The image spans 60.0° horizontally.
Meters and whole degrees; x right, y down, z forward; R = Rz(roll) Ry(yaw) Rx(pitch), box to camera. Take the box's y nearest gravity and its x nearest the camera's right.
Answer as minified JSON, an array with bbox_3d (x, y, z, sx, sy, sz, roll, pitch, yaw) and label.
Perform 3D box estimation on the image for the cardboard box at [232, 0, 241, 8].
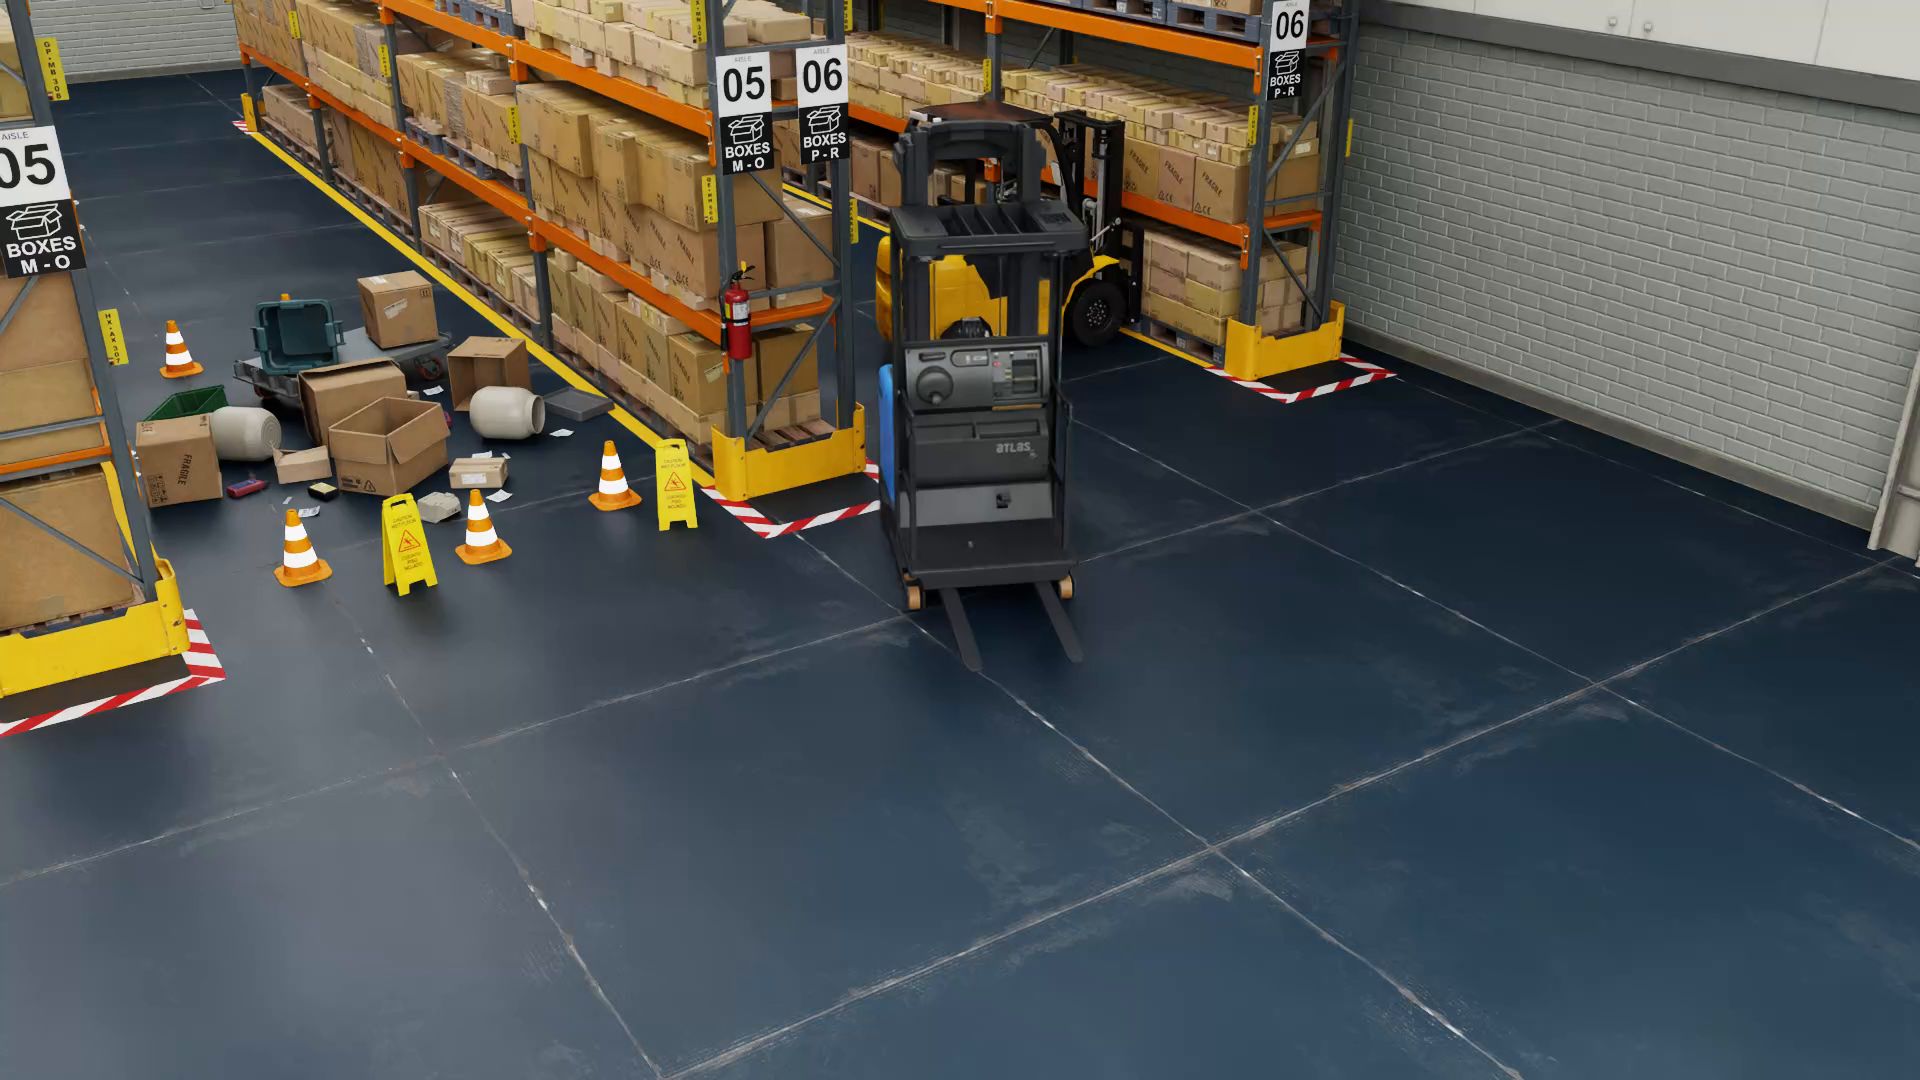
[{"bbox_3d":[-9.954,-7.782,23.394,0.500,0.500,0.500,-16,30,-31],"label":"cardboard box"}]

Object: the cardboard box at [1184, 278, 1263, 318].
[{"bbox_3d":[2.386,-2.231,15.069,0.500,0.250,0.500,-16,30,-30],"label":"cardboard box"}]

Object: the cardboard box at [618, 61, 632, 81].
[{"bbox_3d":[-2.348,-3.569,12.540,0.380,0.149,0.250,-16,30,-31],"label":"cardboard box"}]

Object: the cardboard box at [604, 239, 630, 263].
[{"bbox_3d":[-2.672,-2.386,13.547,0.380,0.149,0.250,-16,29,-30],"label":"cardboard box"}]

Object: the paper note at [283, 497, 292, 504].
[{"bbox_3d":[-4.983,-0.294,12.323,0.032,0.001,0.123,-1,25,-3],"label":"paper note"}]

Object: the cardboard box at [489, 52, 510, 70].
[{"bbox_3d":[-4.481,-4.804,16.659,0.380,0.149,0.250,-17,30,-32],"label":"cardboard box"}]

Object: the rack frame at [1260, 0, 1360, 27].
[{"bbox_3d":[2.913,-5.670,13.183,1.000,3.000,0.127,-16,29,-30],"label":"rack frame"}]

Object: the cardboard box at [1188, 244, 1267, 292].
[{"bbox_3d":[2.401,-2.448,14.943,0.500,0.250,0.500,-14,29,-28],"label":"cardboard box"}]

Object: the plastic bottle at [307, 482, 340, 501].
[{"bbox_3d":[-4.777,-0.371,12.426,0.283,0.061,0.133,18,31,33],"label":"plastic bottle"}]

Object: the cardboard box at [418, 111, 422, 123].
[{"bbox_3d":[-5.463,-4.469,17.467,0.380,0.149,0.250,-18,30,-33],"label":"cardboard box"}]

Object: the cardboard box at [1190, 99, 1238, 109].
[{"bbox_3d":[2.351,-3.974,15.391,0.380,0.149,0.250,-15,29,-28],"label":"cardboard box"}]

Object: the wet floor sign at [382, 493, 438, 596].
[{"bbox_3d":[-3.661,0.004,10.949,0.267,0.644,0.232,-22,33,-38],"label":"wet floor sign"}]

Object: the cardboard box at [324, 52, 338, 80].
[{"bbox_3d":[-7.229,-5.660,19.779,0.500,0.250,0.500,-15,29,-29],"label":"cardboard box"}]

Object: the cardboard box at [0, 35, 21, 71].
[{"bbox_3d":[-5.251,-2.642,9.032,0.380,0.149,0.250,-15,29,-29],"label":"cardboard box"}]

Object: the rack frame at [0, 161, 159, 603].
[{"bbox_3d":[-5.336,-0.610,9.490,1.000,3.000,0.127,-16,29,-30],"label":"rack frame"}]

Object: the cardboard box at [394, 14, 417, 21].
[{"bbox_3d":[-6.223,-5.755,19.102,0.500,0.500,0.500,-15,29,-28],"label":"cardboard box"}]

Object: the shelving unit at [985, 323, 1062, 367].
[{"bbox_3d":[0.455,-0.970,12.350,0.503,1.200,0.258,12,26,24],"label":"shelving unit"}]

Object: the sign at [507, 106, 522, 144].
[{"bbox_3d":[-3.890,-3.623,14.517,0.100,0.325,0.005,-16,29,-30],"label":"sign"}]

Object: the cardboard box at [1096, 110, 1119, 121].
[{"bbox_3d":[1.511,-3.994,15.782,0.380,0.149,0.250,-16,30,-31],"label":"cardboard box"}]

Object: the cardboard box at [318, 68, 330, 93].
[{"bbox_3d":[-7.491,-5.620,20.280,0.500,0.250,0.500,-16,30,-31],"label":"cardboard box"}]

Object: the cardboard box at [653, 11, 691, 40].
[{"bbox_3d":[-1.939,-3.643,11.763,0.380,0.149,0.250,-16,30,-30],"label":"cardboard box"}]

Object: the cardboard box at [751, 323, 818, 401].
[{"bbox_3d":[-1.465,-1.446,13.113,0.500,0.500,0.500,-17,30,-31],"label":"cardboard box"}]

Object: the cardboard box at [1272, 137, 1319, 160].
[{"bbox_3d":[2.946,-3.478,14.689,0.380,0.149,0.250,-16,30,-31],"label":"cardboard box"}]

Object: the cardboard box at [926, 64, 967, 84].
[{"bbox_3d":[-0.143,-5.048,18.016,0.380,0.149,0.250,-17,30,-31],"label":"cardboard box"}]

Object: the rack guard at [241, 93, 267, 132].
[{"bbox_3d":[-9.991,-6.401,24.685,1.175,0.500,0.348,-16,29,-30],"label":"rack guard"}]

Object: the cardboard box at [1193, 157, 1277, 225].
[{"bbox_3d":[2.425,-3.118,14.686,0.500,0.500,0.500,-16,30,-31],"label":"cardboard box"}]

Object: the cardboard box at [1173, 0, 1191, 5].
[{"bbox_3d":[2.068,-4.805,14.411,0.396,0.266,0.258,-15,29,-29],"label":"cardboard box"}]

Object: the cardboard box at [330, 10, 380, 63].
[{"bbox_3d":[-6.935,-5.826,19.251,0.500,0.500,0.500,-16,30,-30],"label":"cardboard box"}]

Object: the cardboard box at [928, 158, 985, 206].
[{"bbox_3d":[0.018,-3.968,18.893,0.875,0.625,0.625,-16,30,-30],"label":"cardboard box"}]

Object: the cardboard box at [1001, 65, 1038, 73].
[{"bbox_3d":[0.615,-5.011,17.936,0.380,0.149,0.250,-17,30,-31],"label":"cardboard box"}]

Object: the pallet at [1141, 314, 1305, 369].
[{"bbox_3d":[2.461,-1.960,15.618,1.003,0.211,1.213,-16,29,-30],"label":"pallet"}]

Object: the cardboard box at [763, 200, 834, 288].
[{"bbox_3d":[-1.270,-2.213,12.422,0.500,0.500,0.500,-16,30,-30],"label":"cardboard box"}]

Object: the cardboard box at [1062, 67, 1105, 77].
[{"bbox_3d":[1.260,-4.718,16.968,0.380,0.149,0.250,-16,30,-31],"label":"cardboard box"}]

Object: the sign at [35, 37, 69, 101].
[{"bbox_3d":[-4.867,-2.524,8.916,0.100,0.325,0.005,-16,29,-30],"label":"sign"}]

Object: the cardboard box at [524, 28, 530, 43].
[{"bbox_3d":[-3.463,-4.303,14.094,0.380,0.149,0.250,-16,30,-30],"label":"cardboard box"}]

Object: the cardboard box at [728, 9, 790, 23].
[{"bbox_3d":[-1.417,-3.664,11.807,0.380,0.149,0.250,-16,29,-30],"label":"cardboard box"}]

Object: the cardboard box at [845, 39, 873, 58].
[{"bbox_3d":[-1.218,-5.794,19.595,0.380,0.149,0.250,-15,29,-28],"label":"cardboard box"}]

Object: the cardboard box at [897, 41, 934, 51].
[{"bbox_3d":[-0.510,-5.731,19.461,0.380,0.149,0.250,-16,29,-30],"label":"cardboard box"}]

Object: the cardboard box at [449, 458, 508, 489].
[{"bbox_3d":[-3.651,-0.508,12.615,0.380,0.149,0.250,-1,25,-3],"label":"cardboard box"}]

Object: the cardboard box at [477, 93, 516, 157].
[{"bbox_3d":[-4.143,-3.889,15.479,0.500,0.500,0.500,-15,29,-29],"label":"cardboard box"}]

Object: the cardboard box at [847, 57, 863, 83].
[{"bbox_3d":[-1.144,-5.582,19.614,0.500,0.250,0.500,-15,29,-28],"label":"cardboard box"}]

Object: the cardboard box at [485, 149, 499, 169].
[{"bbox_3d":[-4.239,-3.609,15.645,0.380,0.149,0.250,-16,30,-30],"label":"cardboard box"}]

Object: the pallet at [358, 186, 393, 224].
[{"bbox_3d":[-6.640,-4.135,20.225,1.003,0.211,1.213,-16,29,-30],"label":"pallet"}]

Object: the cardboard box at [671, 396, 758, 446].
[{"bbox_3d":[-1.923,-0.981,13.006,0.500,0.250,0.500,-16,29,-30],"label":"cardboard box"}]

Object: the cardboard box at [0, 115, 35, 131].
[{"bbox_3d":[-5.254,-2.285,9.211,0.380,0.149,0.250,-15,29,-29],"label":"cardboard box"}]

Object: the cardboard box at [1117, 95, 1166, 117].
[{"bbox_3d":[1.699,-4.057,15.567,0.380,0.149,0.250,-15,29,-29],"label":"cardboard box"}]

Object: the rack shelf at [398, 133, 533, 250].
[{"bbox_3d":[-4.519,-3.620,16.710,1.077,0.370,4.000,-16,29,-30],"label":"rack shelf"}]

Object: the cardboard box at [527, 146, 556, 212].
[{"bbox_3d":[-3.420,-3.188,14.485,0.500,0.500,0.500,-16,29,-30],"label":"cardboard box"}]

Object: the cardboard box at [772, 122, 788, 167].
[{"bbox_3d":[-2.129,-5.161,21.568,0.500,0.500,0.500,-16,30,-30],"label":"cardboard box"}]

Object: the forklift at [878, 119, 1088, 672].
[{"bbox_3d":[0.147,-1.030,10.461,1.130,2.935,3.031,-4,26,-8],"label":"forklift"}]

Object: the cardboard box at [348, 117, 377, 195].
[{"bbox_3d":[-6.889,-4.796,20.356,0.875,0.875,0.875,-15,29,-28],"label":"cardboard box"}]

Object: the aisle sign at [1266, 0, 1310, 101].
[{"bbox_3d":[2.703,-4.041,13.714,0.394,0.787,0.004,-16,29,-30],"label":"aisle sign"}]

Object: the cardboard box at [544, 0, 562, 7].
[{"bbox_3d":[-3.104,-4.362,13.285,0.380,0.149,0.250,-16,30,-30],"label":"cardboard box"}]

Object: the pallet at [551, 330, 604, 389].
[{"bbox_3d":[-3.031,-1.737,15.145,1.003,0.211,1.213,-16,29,-30],"label":"pallet"}]

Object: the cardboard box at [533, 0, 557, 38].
[{"bbox_3d":[-3.127,-4.250,13.515,0.500,0.250,0.500,-16,30,-30],"label":"cardboard box"}]
